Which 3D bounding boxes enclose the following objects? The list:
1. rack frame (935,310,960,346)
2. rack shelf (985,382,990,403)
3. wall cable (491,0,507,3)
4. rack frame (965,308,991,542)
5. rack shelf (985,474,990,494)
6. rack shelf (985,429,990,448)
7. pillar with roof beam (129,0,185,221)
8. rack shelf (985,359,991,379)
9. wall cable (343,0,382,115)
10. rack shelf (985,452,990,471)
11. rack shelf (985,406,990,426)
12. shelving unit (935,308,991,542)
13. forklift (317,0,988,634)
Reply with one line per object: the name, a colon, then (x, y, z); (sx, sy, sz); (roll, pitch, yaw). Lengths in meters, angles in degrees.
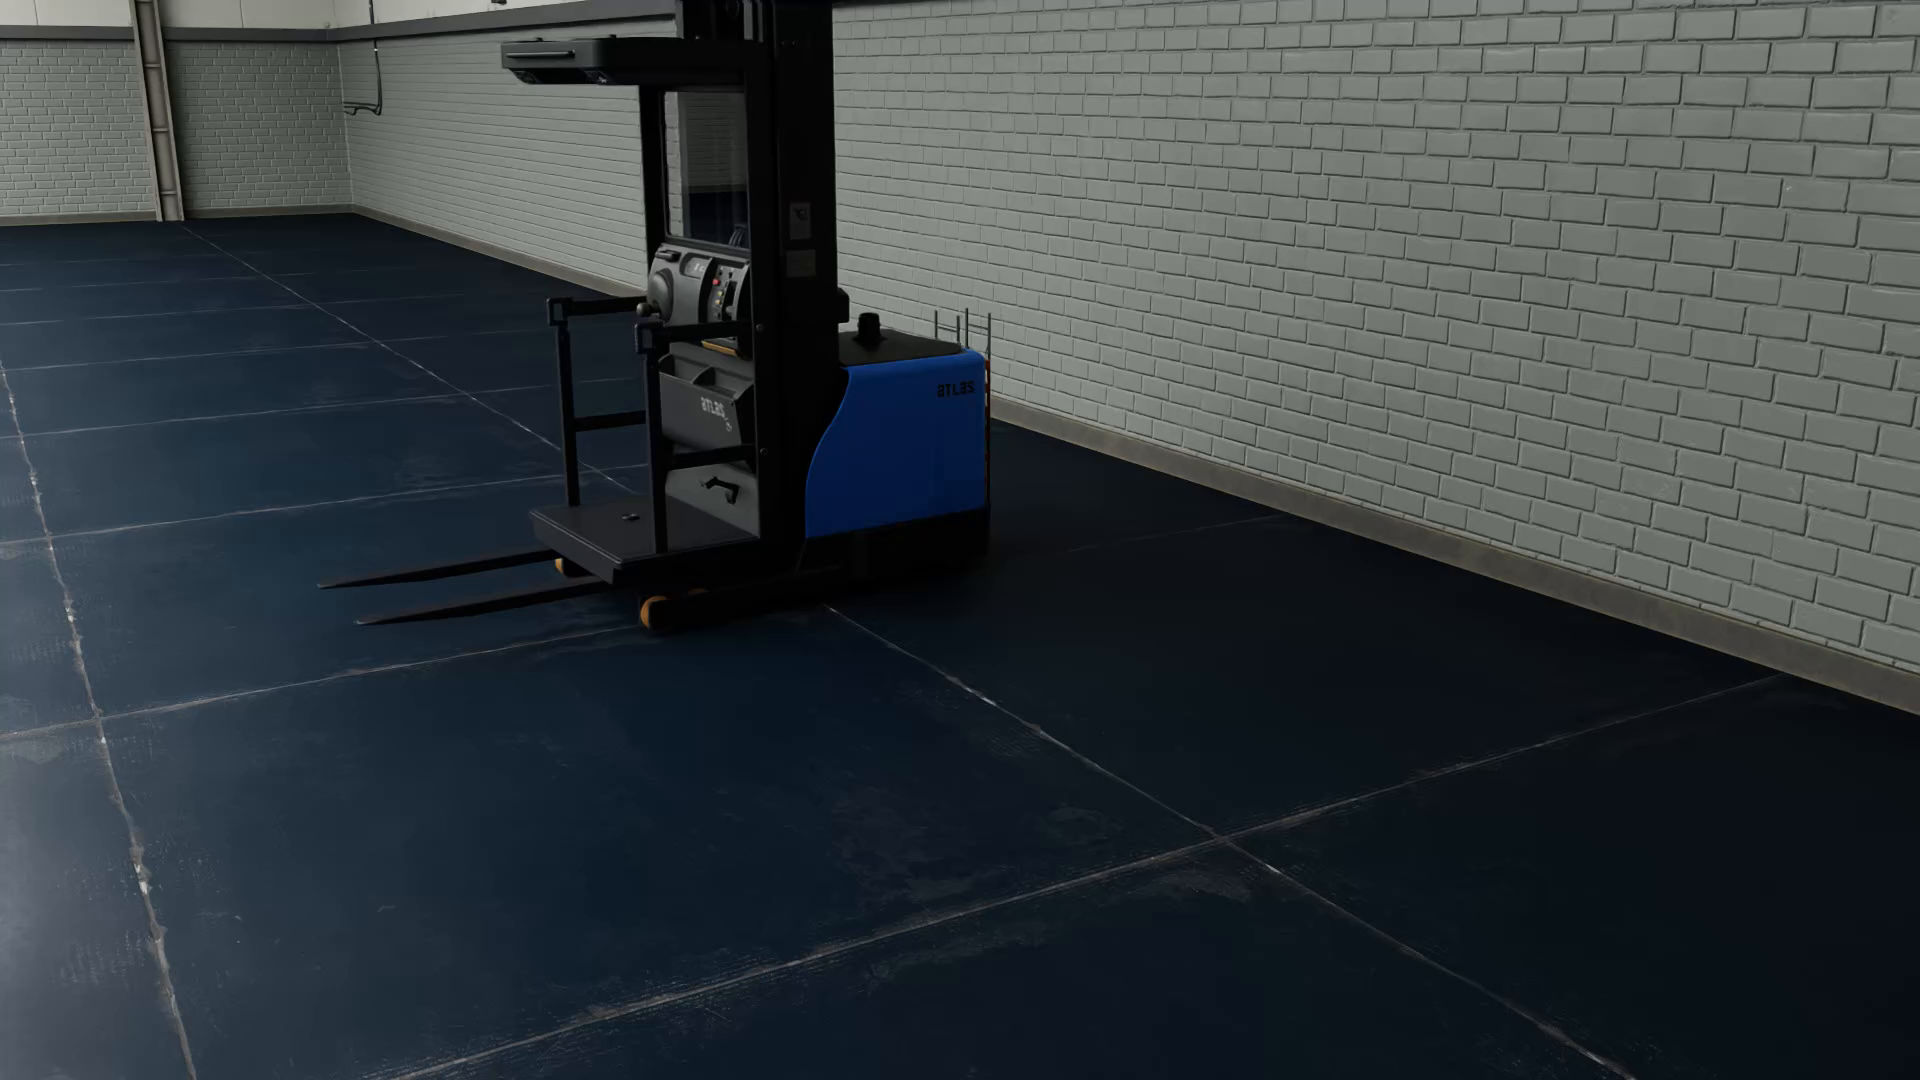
rack frame: (-0.066, -0.567, 8.548); (0.006, 1.200, 0.240); (-9, 18, -30)
rack shelf: (0.012, -0.768, 8.541); (0.180, 0.103, 0.258); (-9, 18, -30)
wall cable: (-5.151, -9.238, 18.733); (0.169, 6.003, 2.305); (-9, 18, -30)
rack frame: (0.091, -0.592, 8.639); (0.006, 1.200, 0.240); (-9, 18, -30)
rack shelf: (0.012, -0.306, 8.670); (0.180, 0.103, 0.258); (-9, 18, -30)
rack shelf: (0.012, -0.537, 8.605); (0.180, 0.103, 0.258); (-9, 18, -30)
pillar with roof beam: (-11.015, -8.700, 23.112); (0.400, 9.000, 9.100); (-9, 18, -30)
rack shelf: (0.012, -0.884, 8.508); (0.180, 0.103, 0.258); (-9, 18, -30)
wall cable: (-10.026, -8.304, 27.454); (0.112, 2.526, 3.097); (-9, 18, -30)
rack shelf: (0.012, -0.421, 8.638); (0.180, 0.103, 0.258); (-9, 18, -30)
rack shelf: (0.012, -0.653, 8.573); (0.180, 0.103, 0.258); (-9, 18, -30)
shelving unit: (0.012, -0.580, 8.593); (0.189, 1.200, 0.258); (-9, 18, -30)
forklift: (-1.365, -1.163, 7.465); (3.031, 2.935, 1.130); (-11, 19, -33)
